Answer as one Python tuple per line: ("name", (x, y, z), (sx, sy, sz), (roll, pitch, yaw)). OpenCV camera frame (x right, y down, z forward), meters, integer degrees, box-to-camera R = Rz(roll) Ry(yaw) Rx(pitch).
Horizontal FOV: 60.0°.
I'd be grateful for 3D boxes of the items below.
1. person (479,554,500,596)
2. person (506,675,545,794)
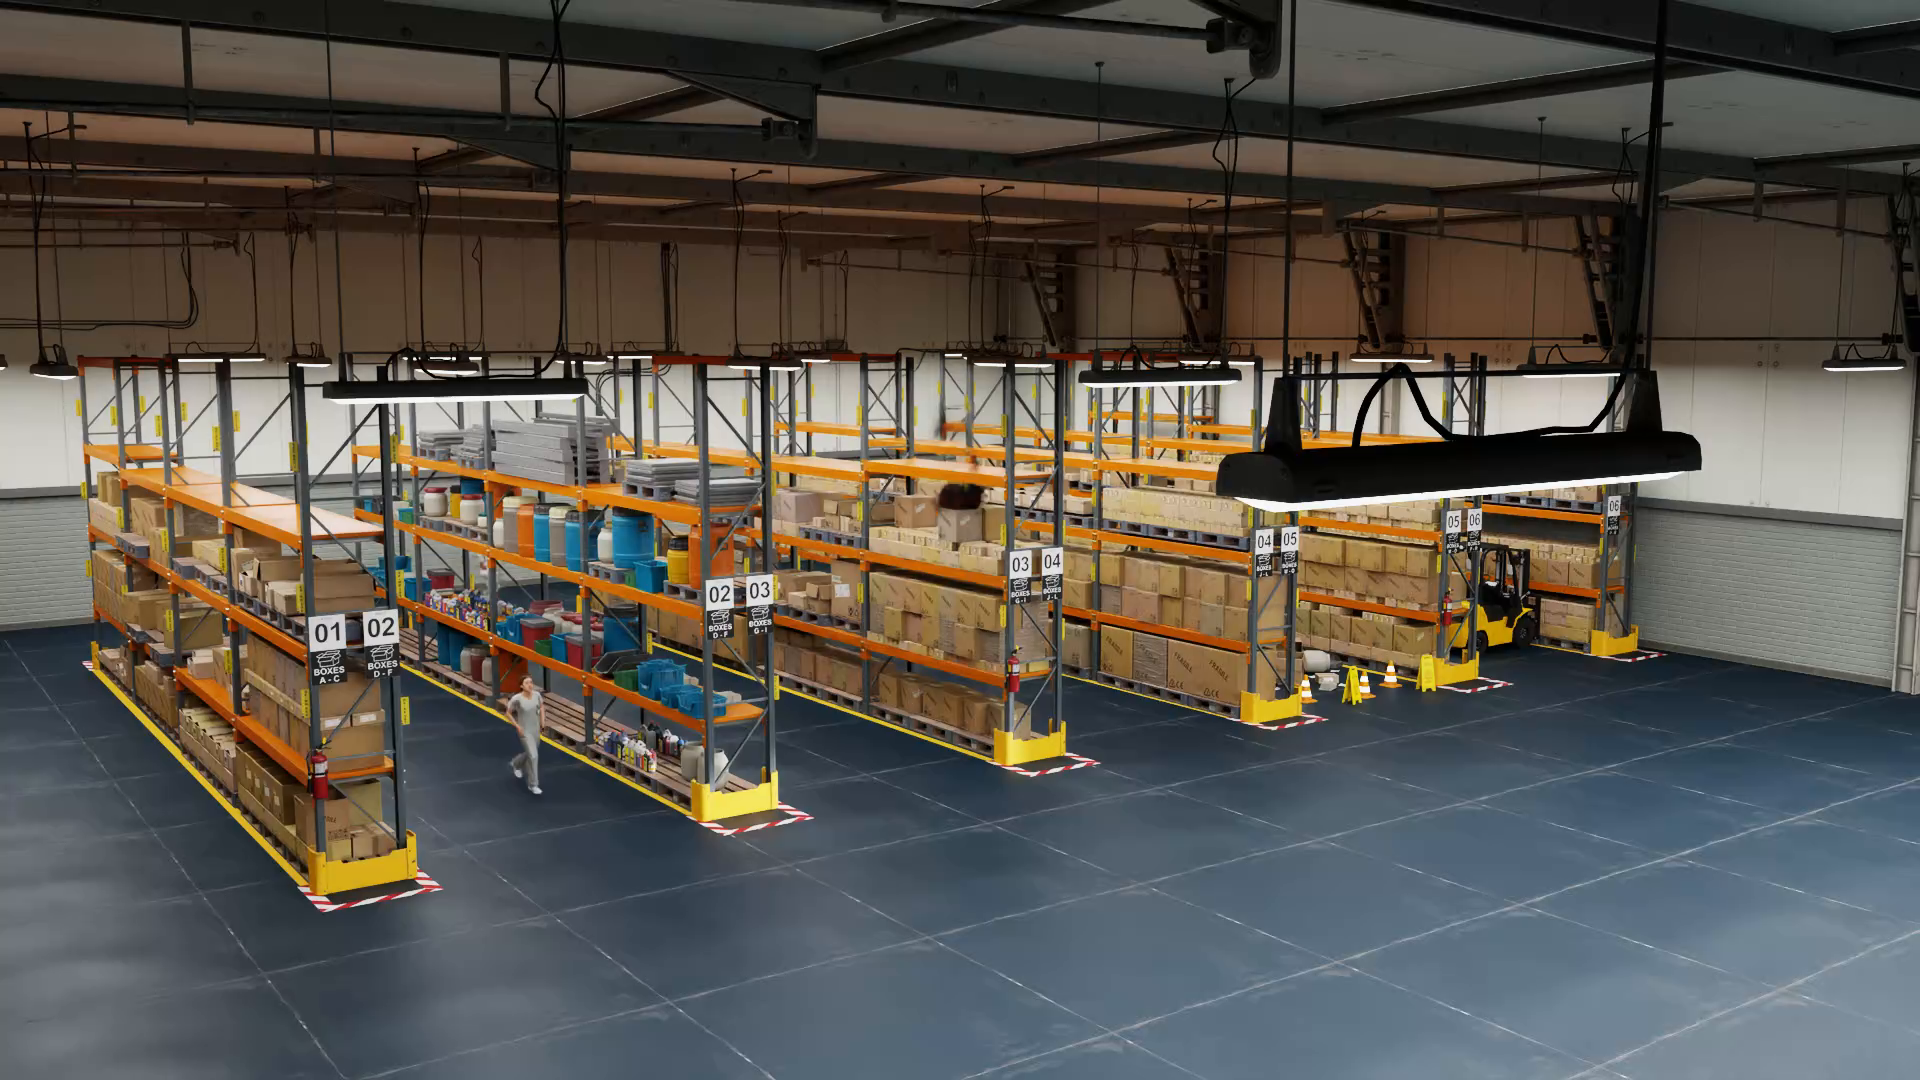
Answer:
("person", (-10.962, 0.806, 38.544), (0.598, 1.737, 0.686), (-1, 7, -6))
("person", (-6.117, 2.694, 23.367), (0.565, 1.678, 0.765), (-7, 10, -44))
